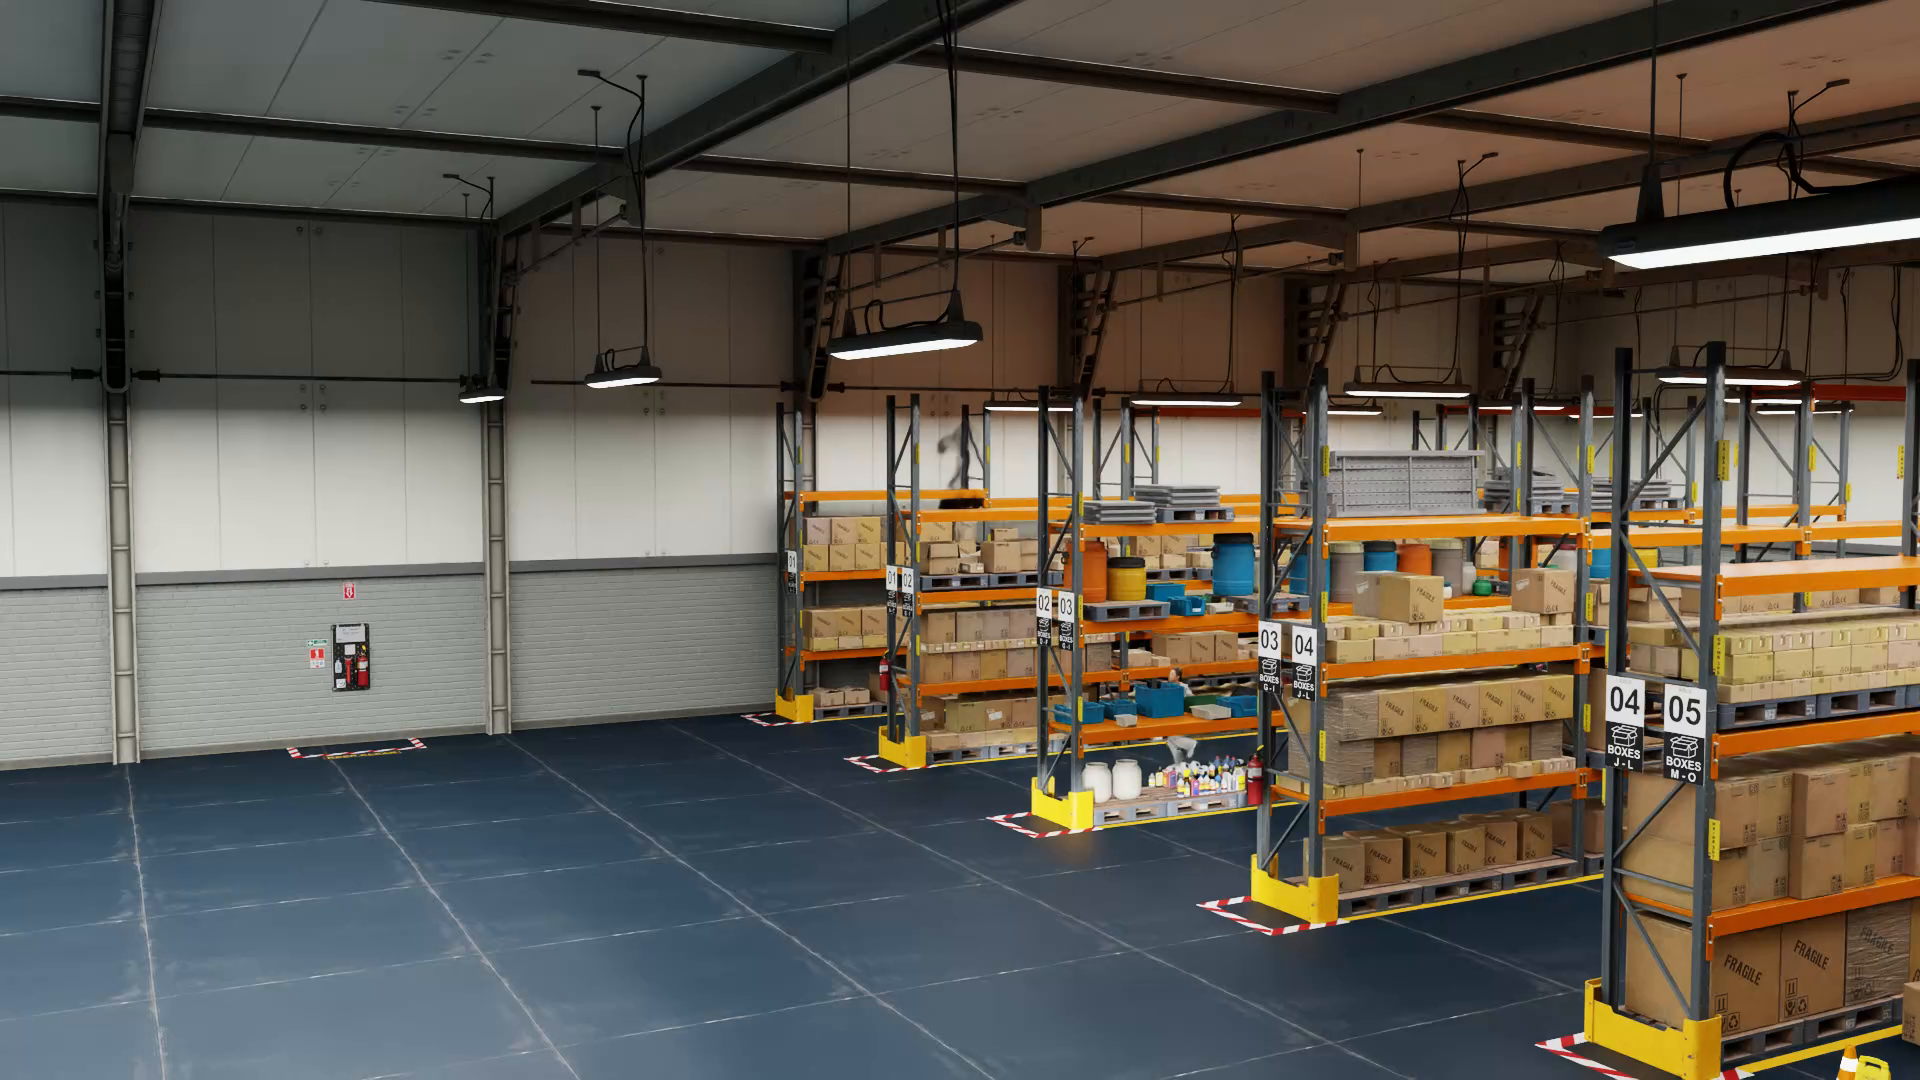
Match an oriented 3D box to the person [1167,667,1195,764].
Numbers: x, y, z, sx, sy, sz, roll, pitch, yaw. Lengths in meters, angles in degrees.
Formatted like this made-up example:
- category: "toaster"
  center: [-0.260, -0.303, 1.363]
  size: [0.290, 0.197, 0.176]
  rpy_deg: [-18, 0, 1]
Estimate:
- category: "person"
  center: [3.481, 2.821, 26.607]
  size: [0.578, 1.572, 0.579]
  rpy_deg: [-2, 4, -30]
